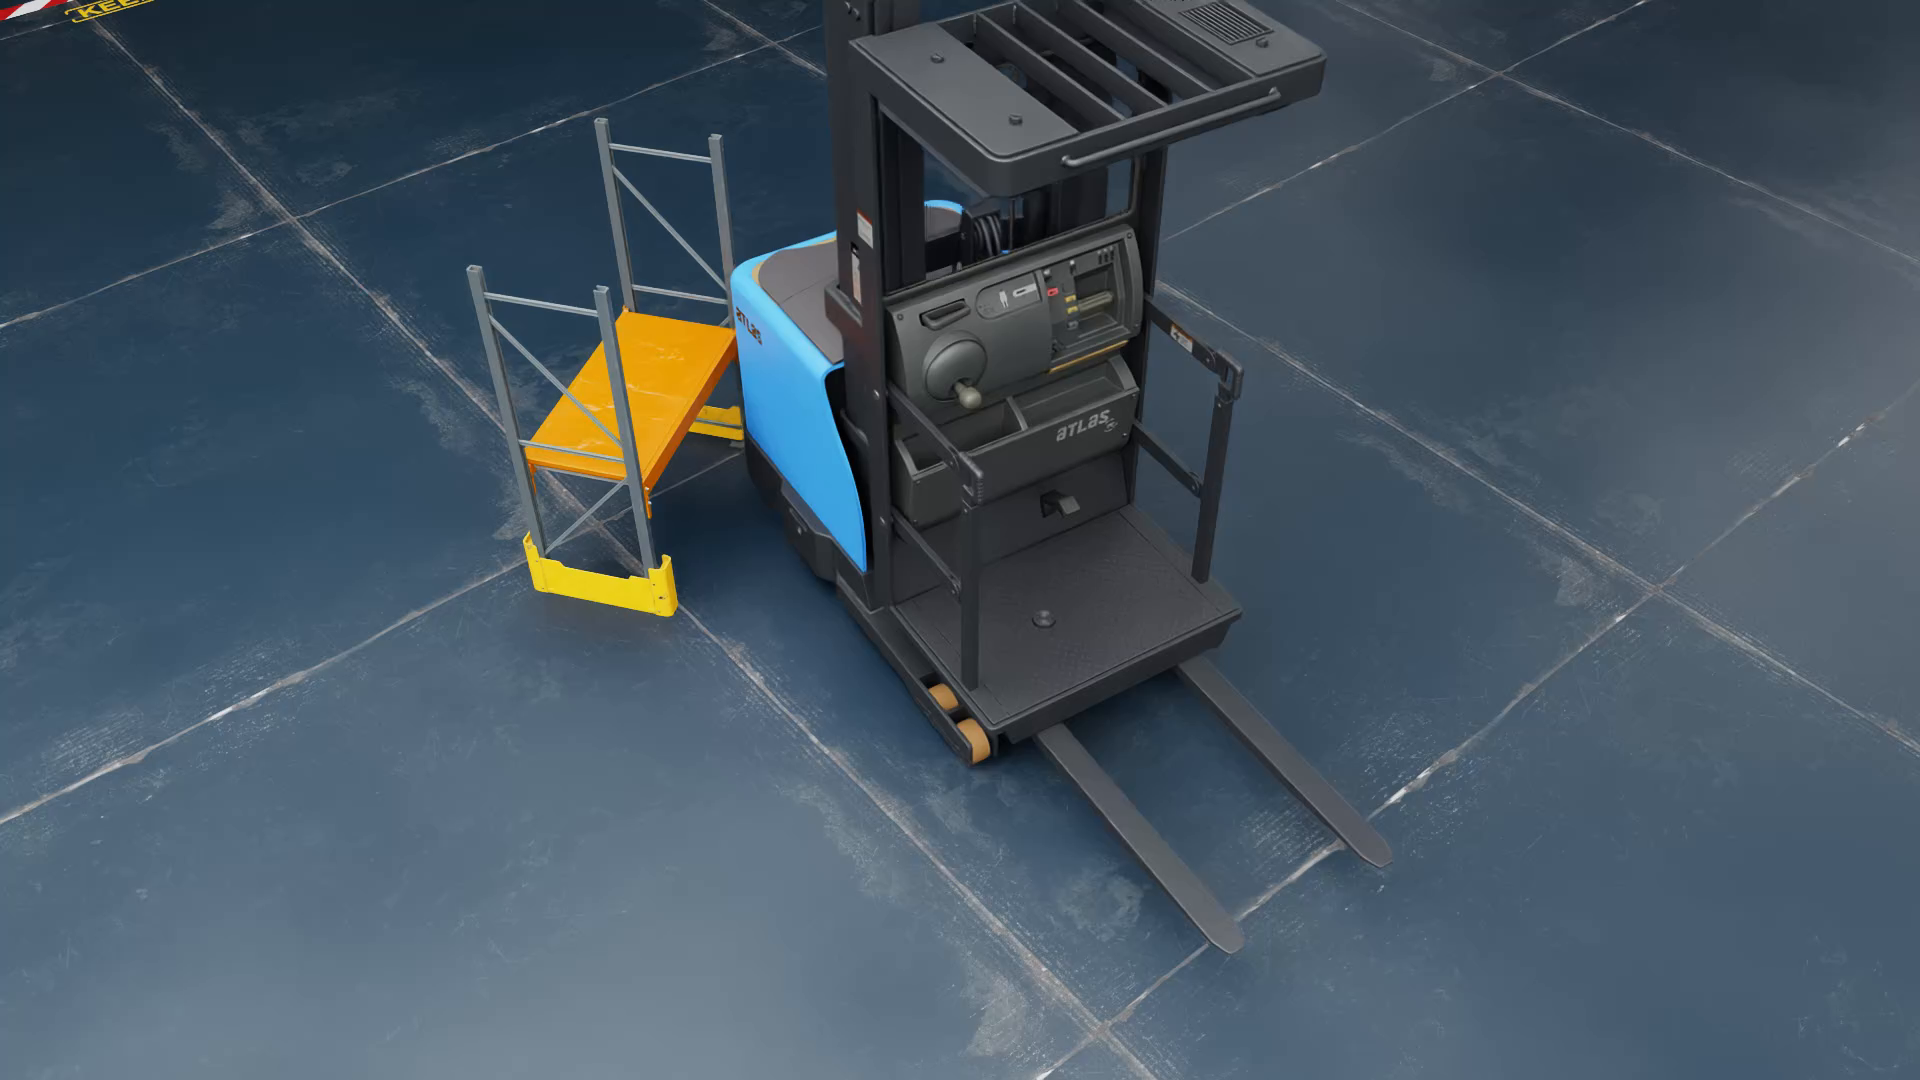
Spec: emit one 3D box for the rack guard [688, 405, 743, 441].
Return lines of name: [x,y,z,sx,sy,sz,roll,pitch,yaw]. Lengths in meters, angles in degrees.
rack guard: [-1.126,-0.530,7.131,0.587,0.250,0.087,11,44,11]

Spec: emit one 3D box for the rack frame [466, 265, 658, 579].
rack frame: [-1.393,-0.314,5.989,0.500,1.500,0.032,11,44,11]

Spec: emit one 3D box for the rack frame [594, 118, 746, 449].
rack frame: [-1.126,-0.986,6.704,0.500,1.500,0.032,11,44,11]

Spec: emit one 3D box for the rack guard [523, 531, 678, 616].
rack guard: [-1.387,0.128,6.431,0.587,0.250,0.087,11,44,11]

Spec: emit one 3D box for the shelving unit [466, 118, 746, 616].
shelving unit: [-1.257,-0.656,6.353,0.587,1.500,1.083,11,44,11]

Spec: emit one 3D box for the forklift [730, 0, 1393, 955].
forklift: [0.314,-0.641,5.292,1.130,2.935,3.031,-23,48,-22]

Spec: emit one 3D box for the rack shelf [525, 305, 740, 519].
rack shelf: [-1.259,-0.519,6.470,0.538,0.185,1.000,11,44,11]
